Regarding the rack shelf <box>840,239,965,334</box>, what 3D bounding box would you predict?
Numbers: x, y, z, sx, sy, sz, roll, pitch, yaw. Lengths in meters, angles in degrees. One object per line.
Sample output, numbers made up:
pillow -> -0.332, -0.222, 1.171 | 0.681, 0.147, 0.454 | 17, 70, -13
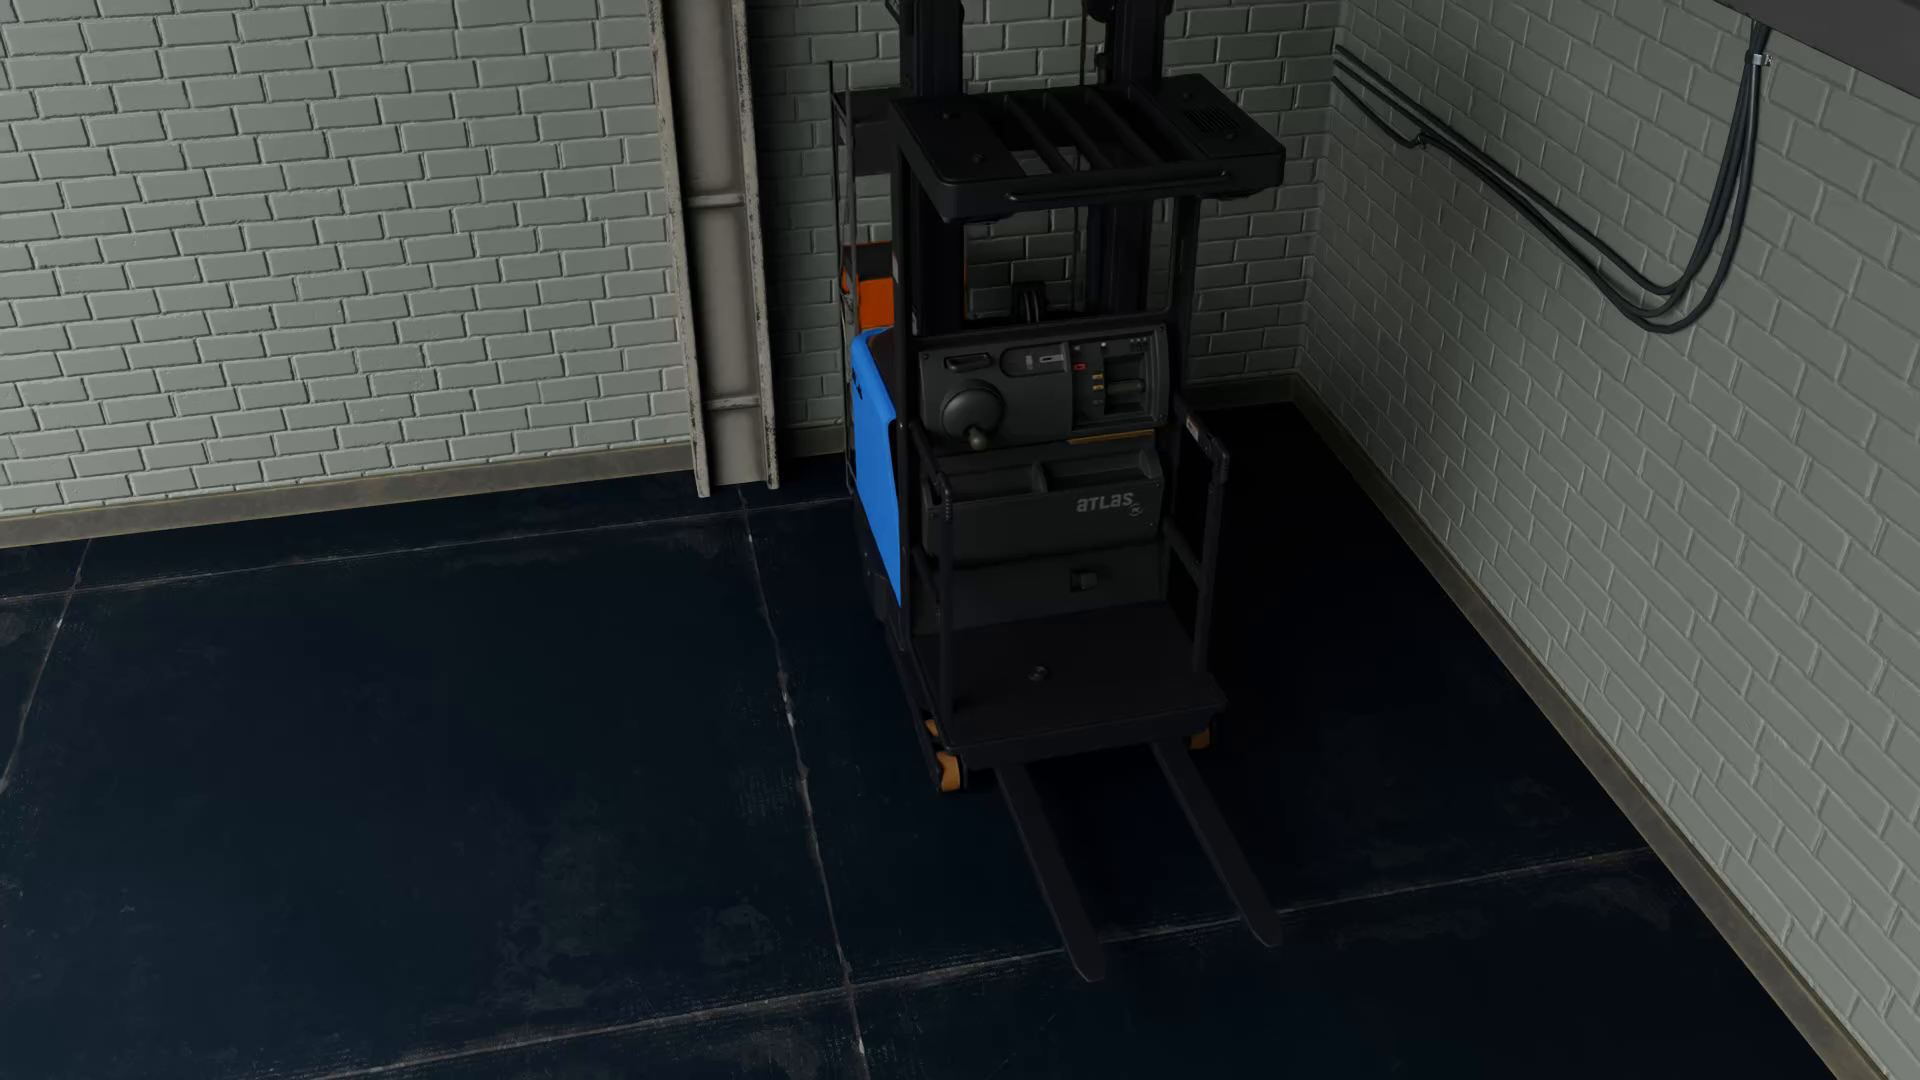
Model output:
rack shelf -> -0.262, -1.060, 7.469 | 0.480, 0.518, 0.431 | -8, 35, -12

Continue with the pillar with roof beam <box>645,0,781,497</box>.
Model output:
pillar with roof beam -> -0.155, -1.710, 2.223 | 0.400, 9.000, 9.100 | -7, 35, -11

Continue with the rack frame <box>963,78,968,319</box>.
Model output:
rack frame -> -0.026, -1.106, 7.514 | 0.015, 2.100, 0.400 | -8, 35, -12

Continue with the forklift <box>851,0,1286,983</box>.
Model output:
forklift -> 0.365, -0.496, 5.859 | 1.130, 2.935, 3.031 | -8, 35, -12

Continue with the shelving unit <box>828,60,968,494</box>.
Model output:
shelving unit -> -0.262, -1.071, 7.462 | 0.503, 2.100, 0.431 | -8, 35, -12

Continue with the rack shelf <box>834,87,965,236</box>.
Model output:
rack shelf -> -0.262, -1.641, 7.079 | 0.480, 0.518, 0.431 | -8, 35, -12

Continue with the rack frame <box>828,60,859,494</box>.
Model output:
rack frame -> -0.498, -1.036, 7.410 | 0.015, 2.100, 0.400 | -8, 35, -12

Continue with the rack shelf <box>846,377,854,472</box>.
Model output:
rack shelf -> -0.262, -0.479, 7.860 | 0.480, 0.518, 0.431 | -8, 35, -12

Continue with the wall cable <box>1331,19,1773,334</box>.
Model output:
wall cable -> 2.061, -2.404, 6.043 | 0.112, 2.526, 3.097 | -7, 35, -11
